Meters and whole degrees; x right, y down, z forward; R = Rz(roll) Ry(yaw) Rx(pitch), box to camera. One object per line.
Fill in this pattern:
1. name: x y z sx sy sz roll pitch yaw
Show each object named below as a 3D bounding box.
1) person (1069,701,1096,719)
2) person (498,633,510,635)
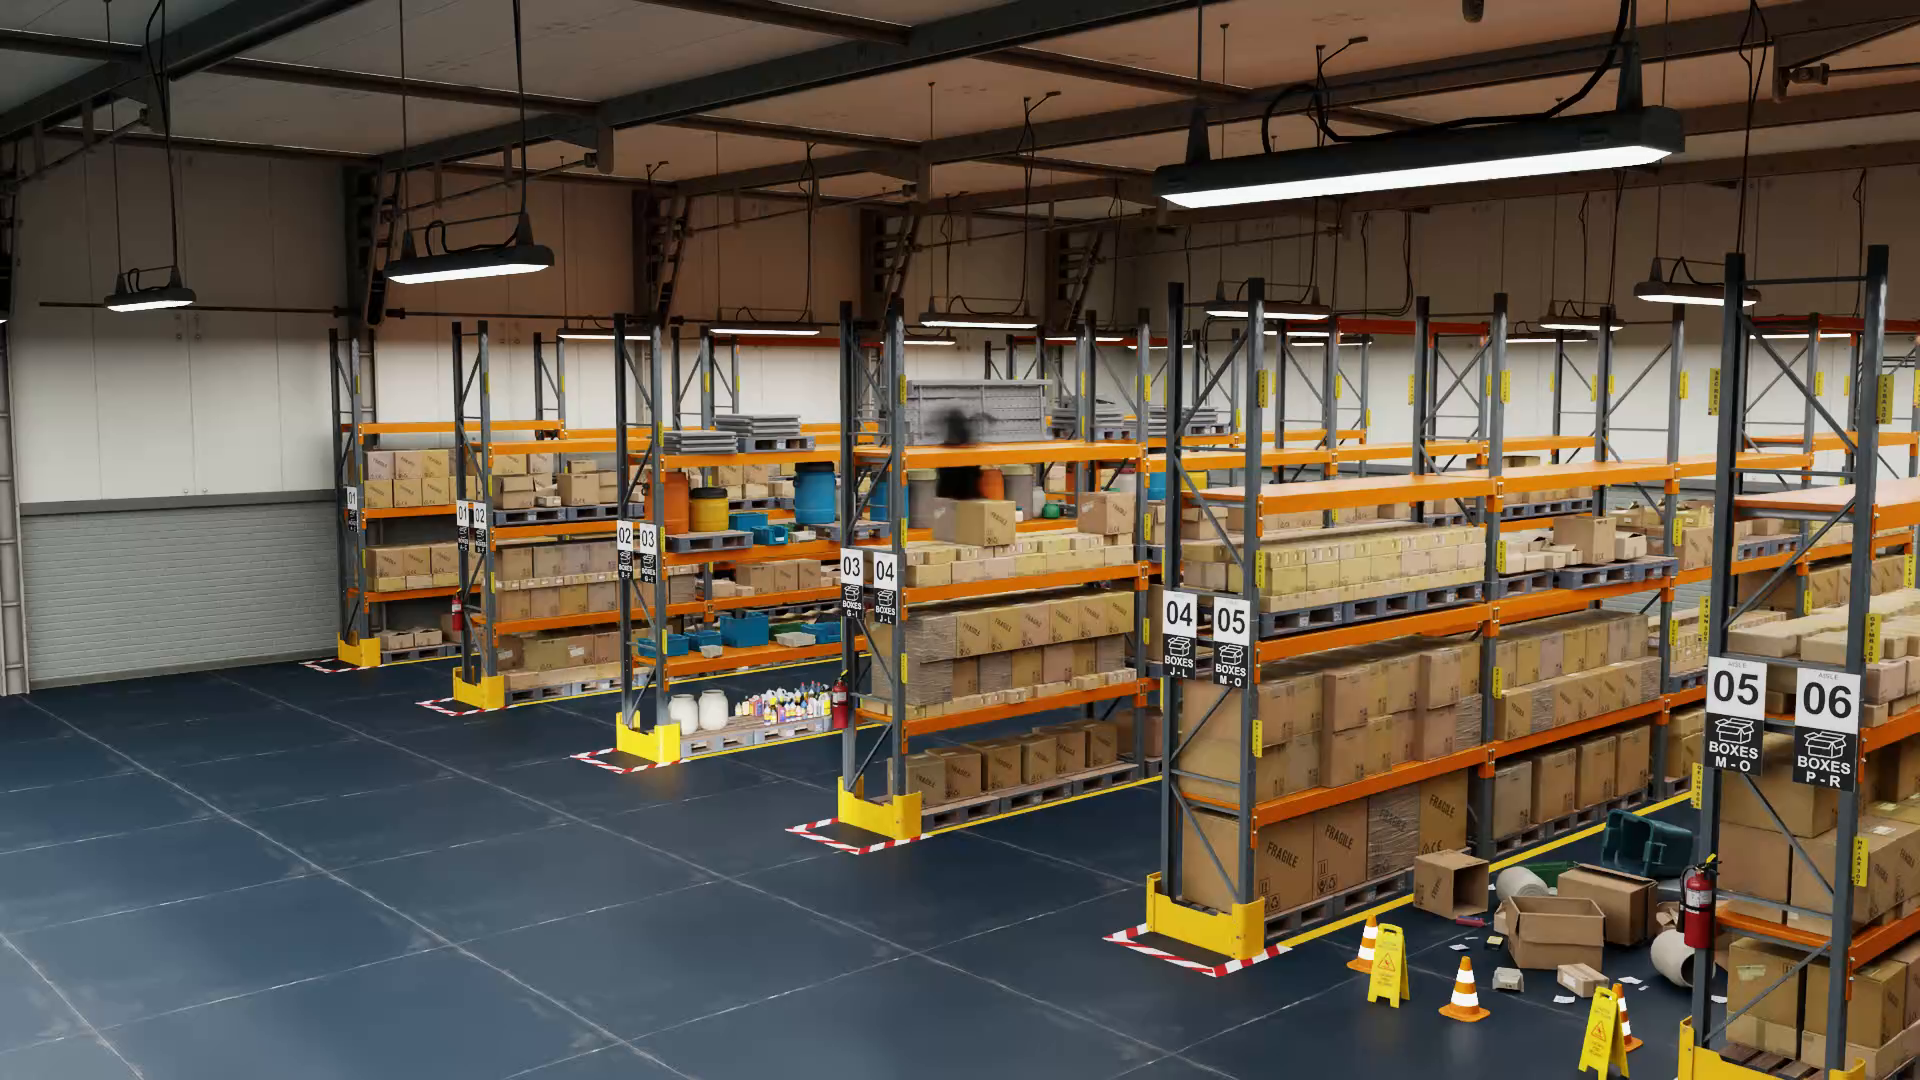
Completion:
1. person: 1.828 2.010 23.790 0.588 1.620 0.543 4 7 35
2. person: -7.848 1.513 28.135 0.586 1.737 0.638 -5 7 -40
